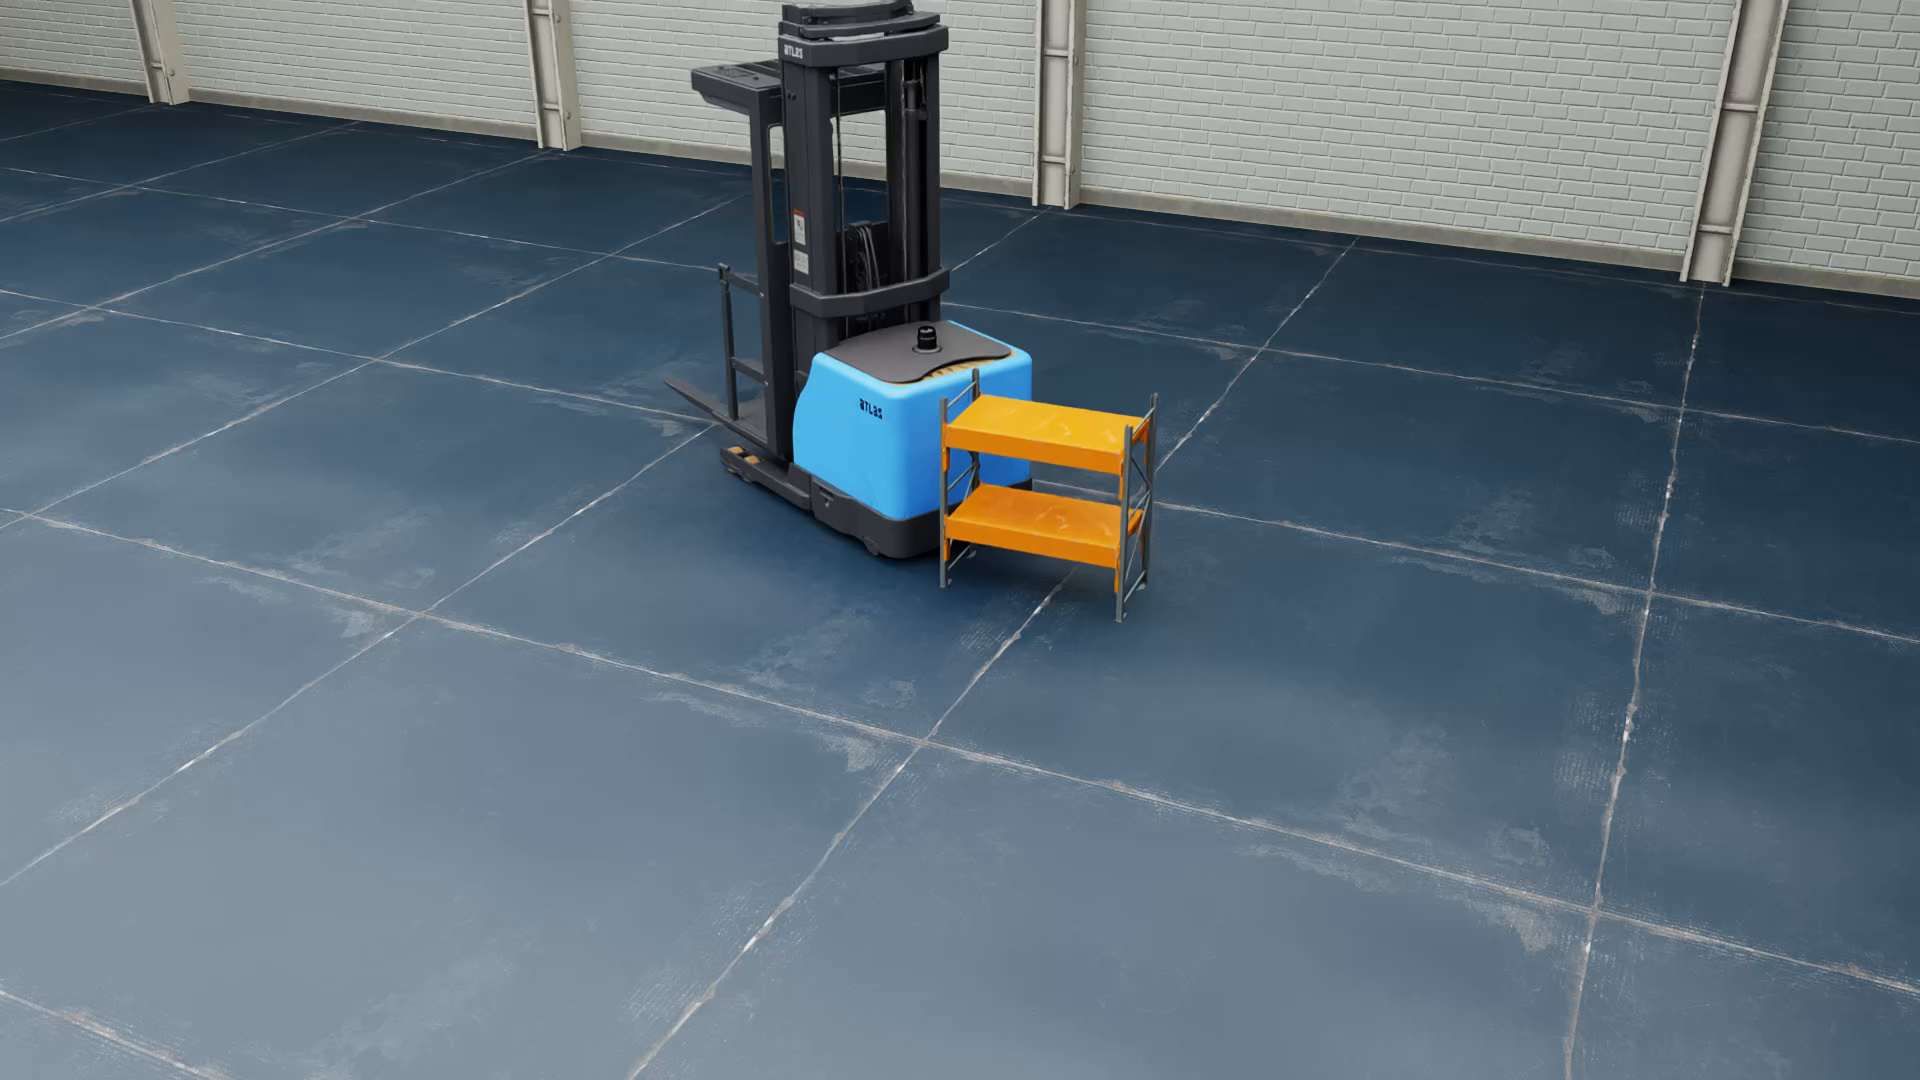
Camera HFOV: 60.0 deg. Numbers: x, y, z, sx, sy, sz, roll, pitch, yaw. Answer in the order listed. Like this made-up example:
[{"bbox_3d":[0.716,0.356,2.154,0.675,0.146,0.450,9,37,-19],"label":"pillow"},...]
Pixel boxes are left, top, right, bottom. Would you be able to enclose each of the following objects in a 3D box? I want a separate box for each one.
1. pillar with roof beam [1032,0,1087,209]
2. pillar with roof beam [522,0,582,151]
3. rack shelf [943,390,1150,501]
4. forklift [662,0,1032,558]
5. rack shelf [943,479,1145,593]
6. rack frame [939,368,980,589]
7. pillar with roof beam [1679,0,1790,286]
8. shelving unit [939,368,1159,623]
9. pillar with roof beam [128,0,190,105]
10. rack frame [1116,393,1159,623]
[{"bbox_3d":[-0.826,-5.654,11.047,0.400,9.000,9.100,11,28,22],"label":"pillar with roof beam"},{"bbox_3d":[-6.288,-6.751,13.275,0.400,9.000,9.100,11,28,22],"label":"pillar with roof beam"},{"bbox_3d":[0.469,-0.515,8.860,1.000,0.278,0.538,10,28,20],"label":"rack shelf"},{"bbox_3d":[-0.873,-1.797,10.081,1.130,2.935,3.031,-19,32,-33],"label":"forklift"},{"bbox_3d":[0.469,-0.033,9.097,1.000,0.278,0.538,10,28,20],"label":"rack shelf"},{"bbox_3d":[-0.001,-0.338,9.162,0.032,1.125,0.500,10,28,20],"label":"rack frame"},{"bbox_3d":[4.636,-4.557,8.818,0.400,9.000,9.100,11,28,22],"label":"pillar with roof beam"},{"bbox_3d":[0.469,-0.252,8.989,1.048,1.125,0.538,10,28,20],"label":"shelving unit"},{"bbox_3d":[-11.749,-7.848,15.503,0.400,9.000,9.100,11,28,22],"label":"pillar with roof beam"},{"bbox_3d":[0.939,-0.167,8.815,0.032,1.125,0.500,10,28,20],"label":"rack frame"}]
